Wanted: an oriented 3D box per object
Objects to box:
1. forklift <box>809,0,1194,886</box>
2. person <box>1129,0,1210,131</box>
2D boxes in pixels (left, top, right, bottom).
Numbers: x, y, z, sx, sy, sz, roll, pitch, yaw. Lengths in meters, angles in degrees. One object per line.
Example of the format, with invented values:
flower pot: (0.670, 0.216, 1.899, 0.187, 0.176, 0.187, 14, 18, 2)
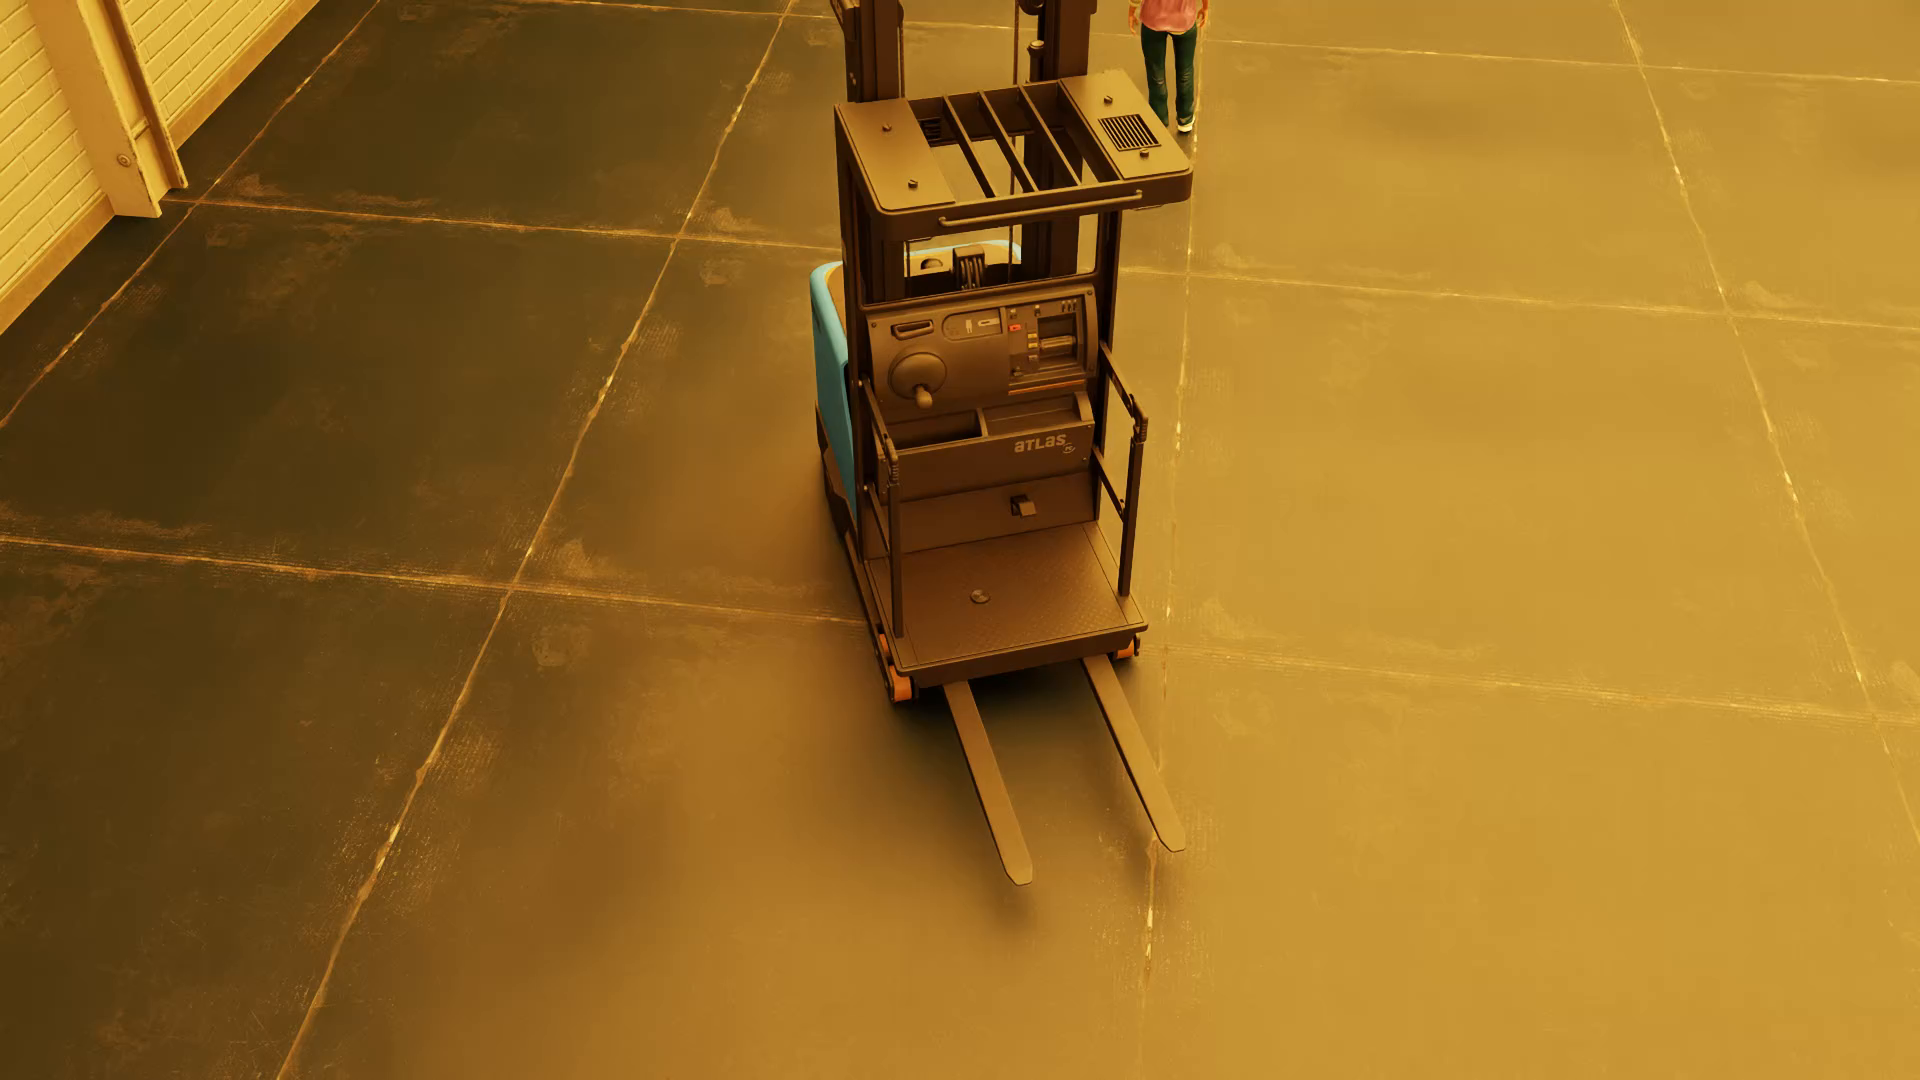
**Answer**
forklift: (0.153, -0.681, 6.465, 1.130, 2.935, 3.031, -10, 44, -11)
person: (1.278, -3.221, 10.205, 0.520, 1.600, 0.472, -2, 43, -2)
